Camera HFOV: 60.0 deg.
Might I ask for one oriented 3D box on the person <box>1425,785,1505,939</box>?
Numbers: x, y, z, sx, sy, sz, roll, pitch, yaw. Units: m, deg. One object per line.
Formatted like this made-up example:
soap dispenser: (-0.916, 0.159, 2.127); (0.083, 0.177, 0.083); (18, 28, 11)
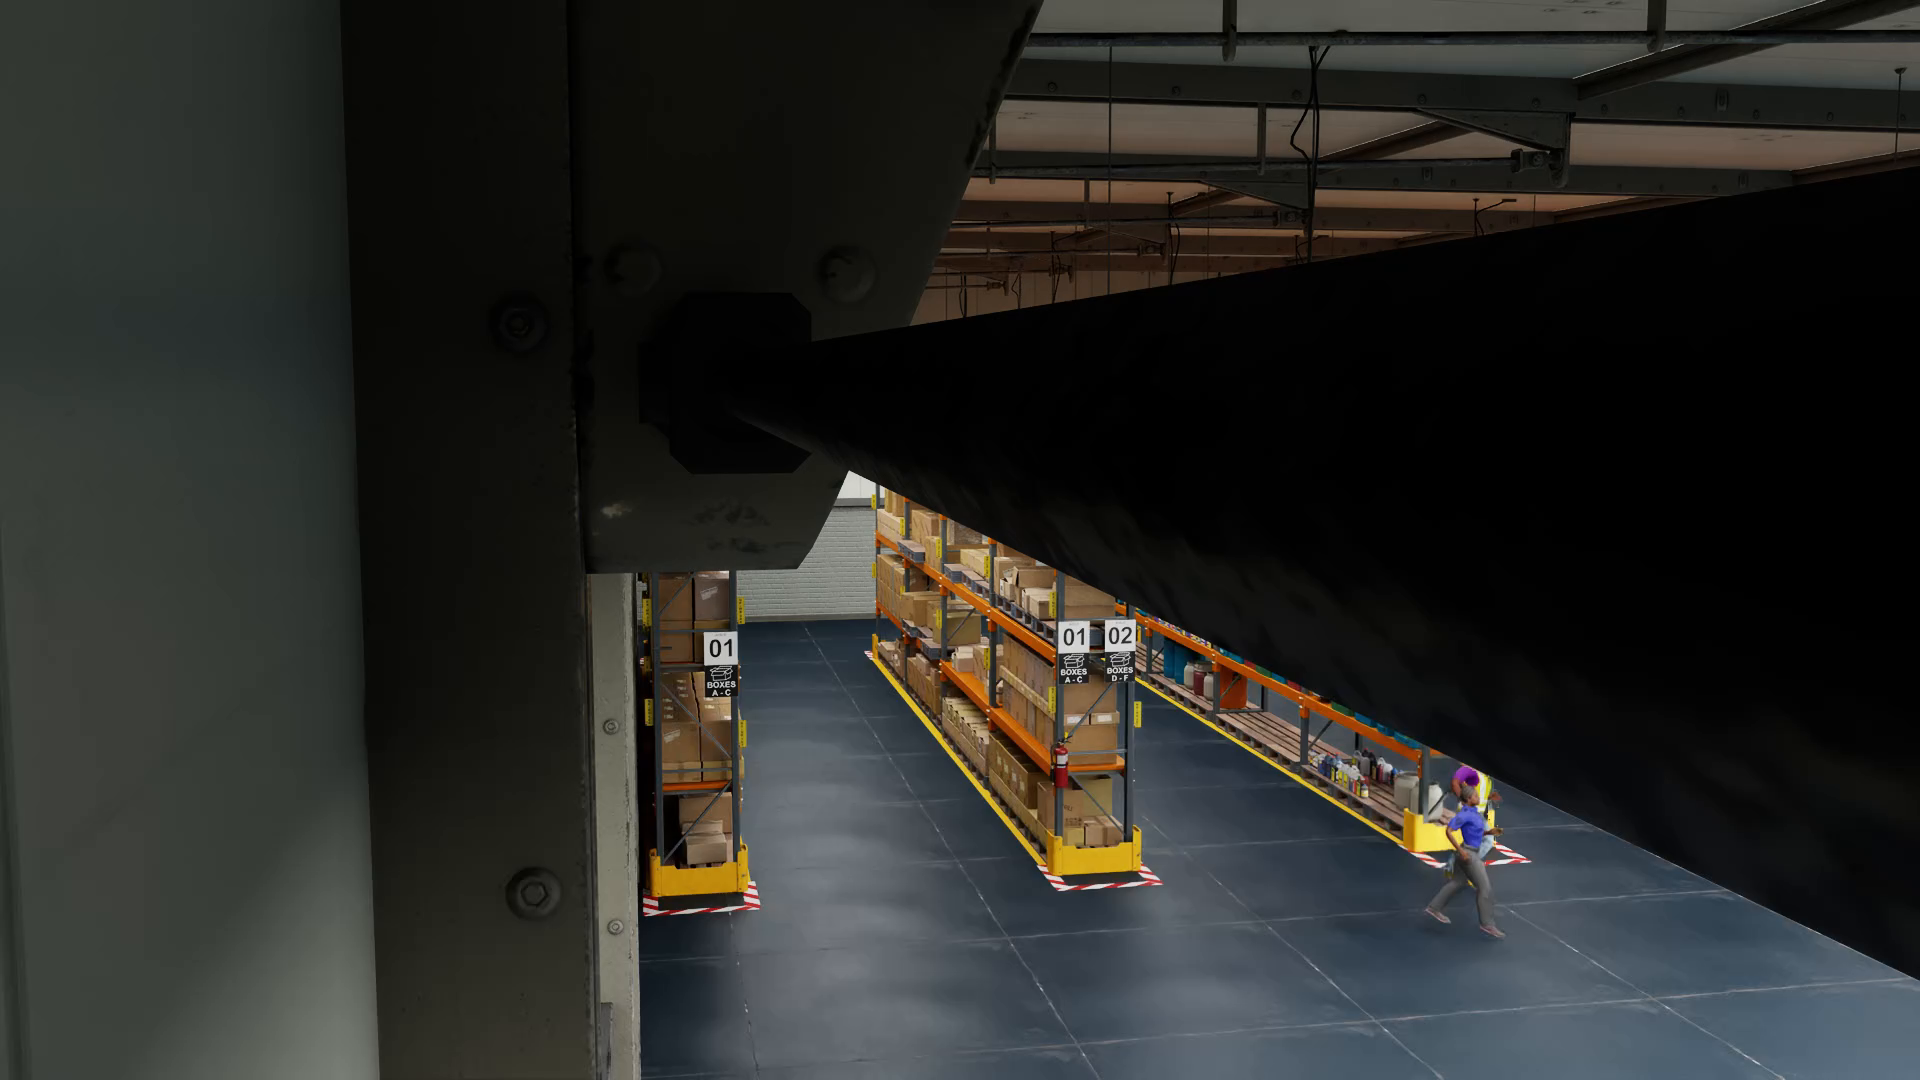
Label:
person: (5.686, 3.589, 18.650); (0.866, 1.675, 0.563); (2, 6, 16)

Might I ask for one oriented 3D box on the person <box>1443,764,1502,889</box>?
person: (6.361, 3.385, 20.613); (0.652, 1.756, 0.773); (3, 6, 24)
